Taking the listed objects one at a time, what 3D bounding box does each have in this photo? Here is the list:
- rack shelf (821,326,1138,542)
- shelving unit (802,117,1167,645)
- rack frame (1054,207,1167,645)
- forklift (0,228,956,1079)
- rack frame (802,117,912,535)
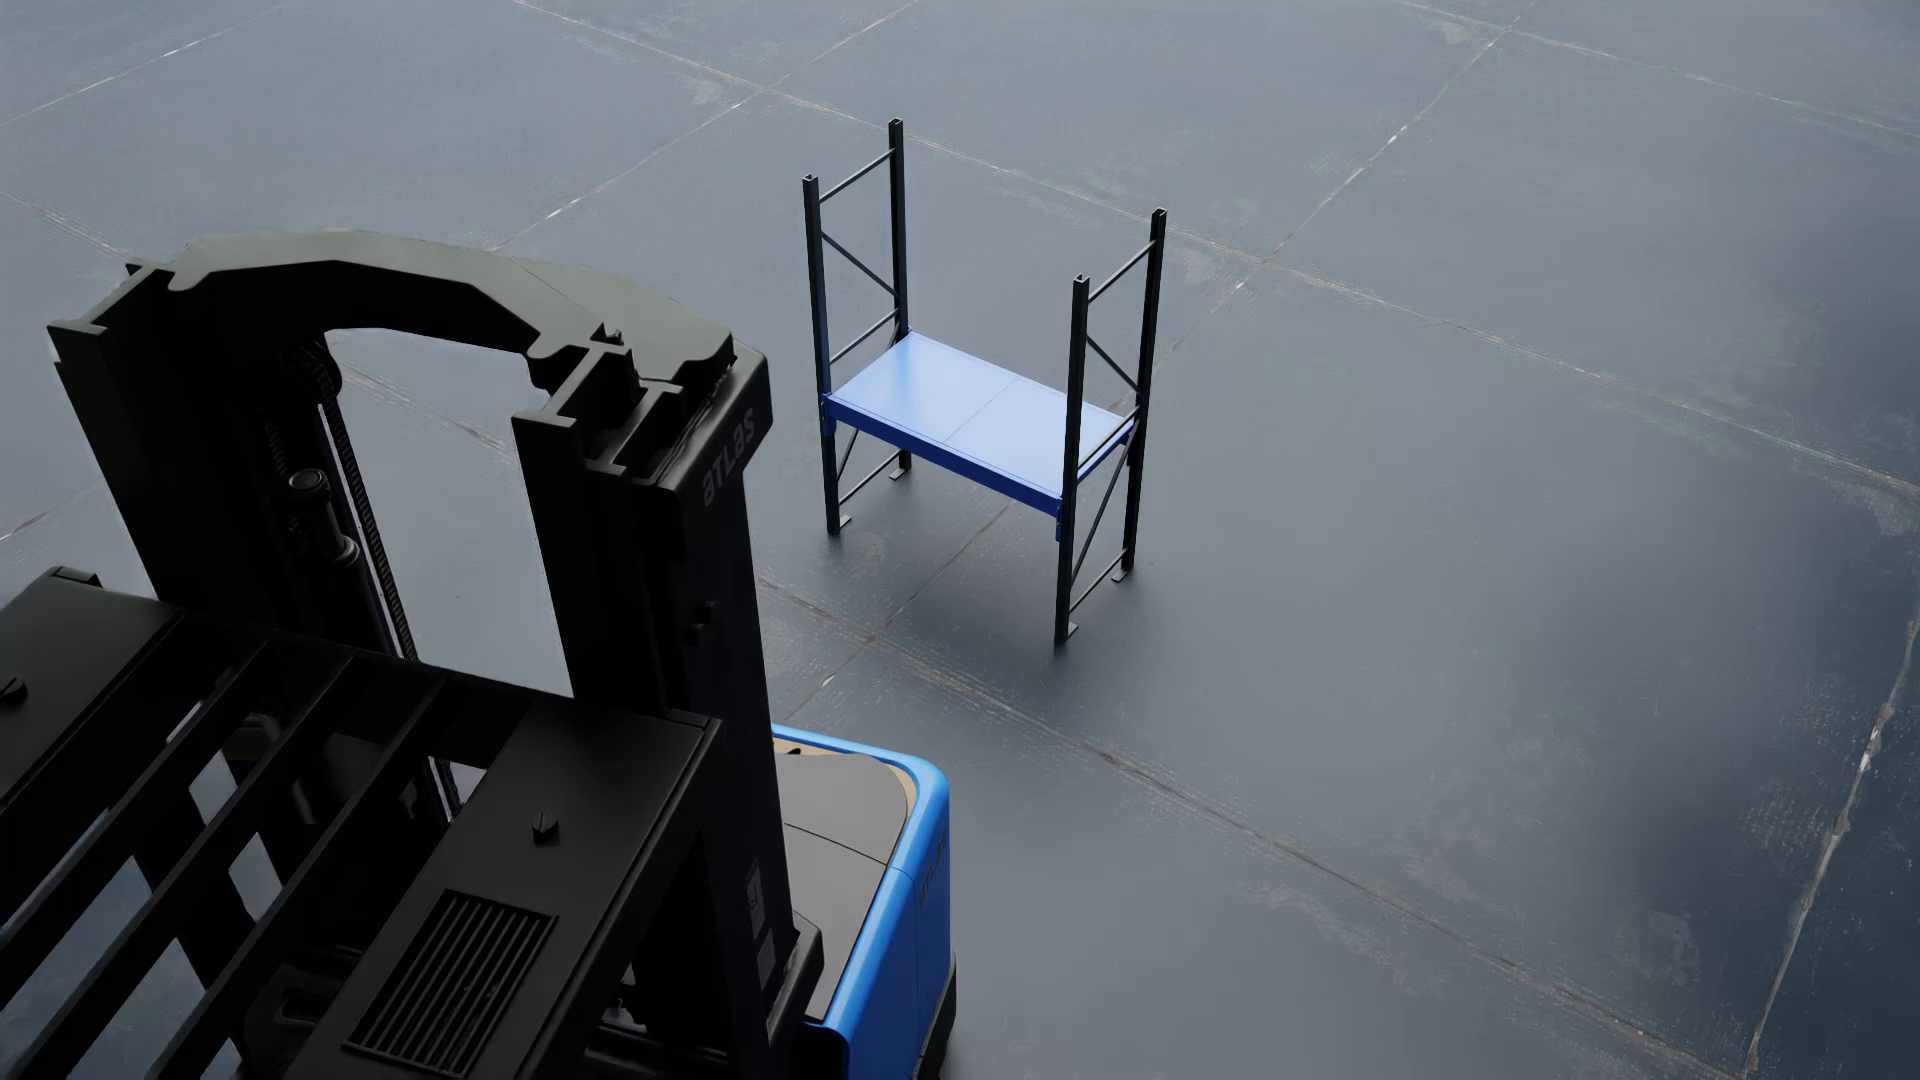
[{"bbox_3d":[0.070,-0.392,5.833,1.000,0.185,0.538,25,48,25],"label":"rack shelf"},{"bbox_3d":[0.070,-0.526,5.713,1.048,1.500,0.538,25,48,25],"label":"shelving unit"},{"bbox_3d":[0.486,-0.332,5.496,0.032,1.500,0.500,25,48,25],"label":"rack frame"},{"bbox_3d":[-0.925,1.099,2.824,1.130,2.935,3.031,11,43,12],"label":"forklift"},{"bbox_3d":[-0.346,-0.721,5.931,0.032,1.500,0.500,25,48,25],"label":"rack frame"}]
